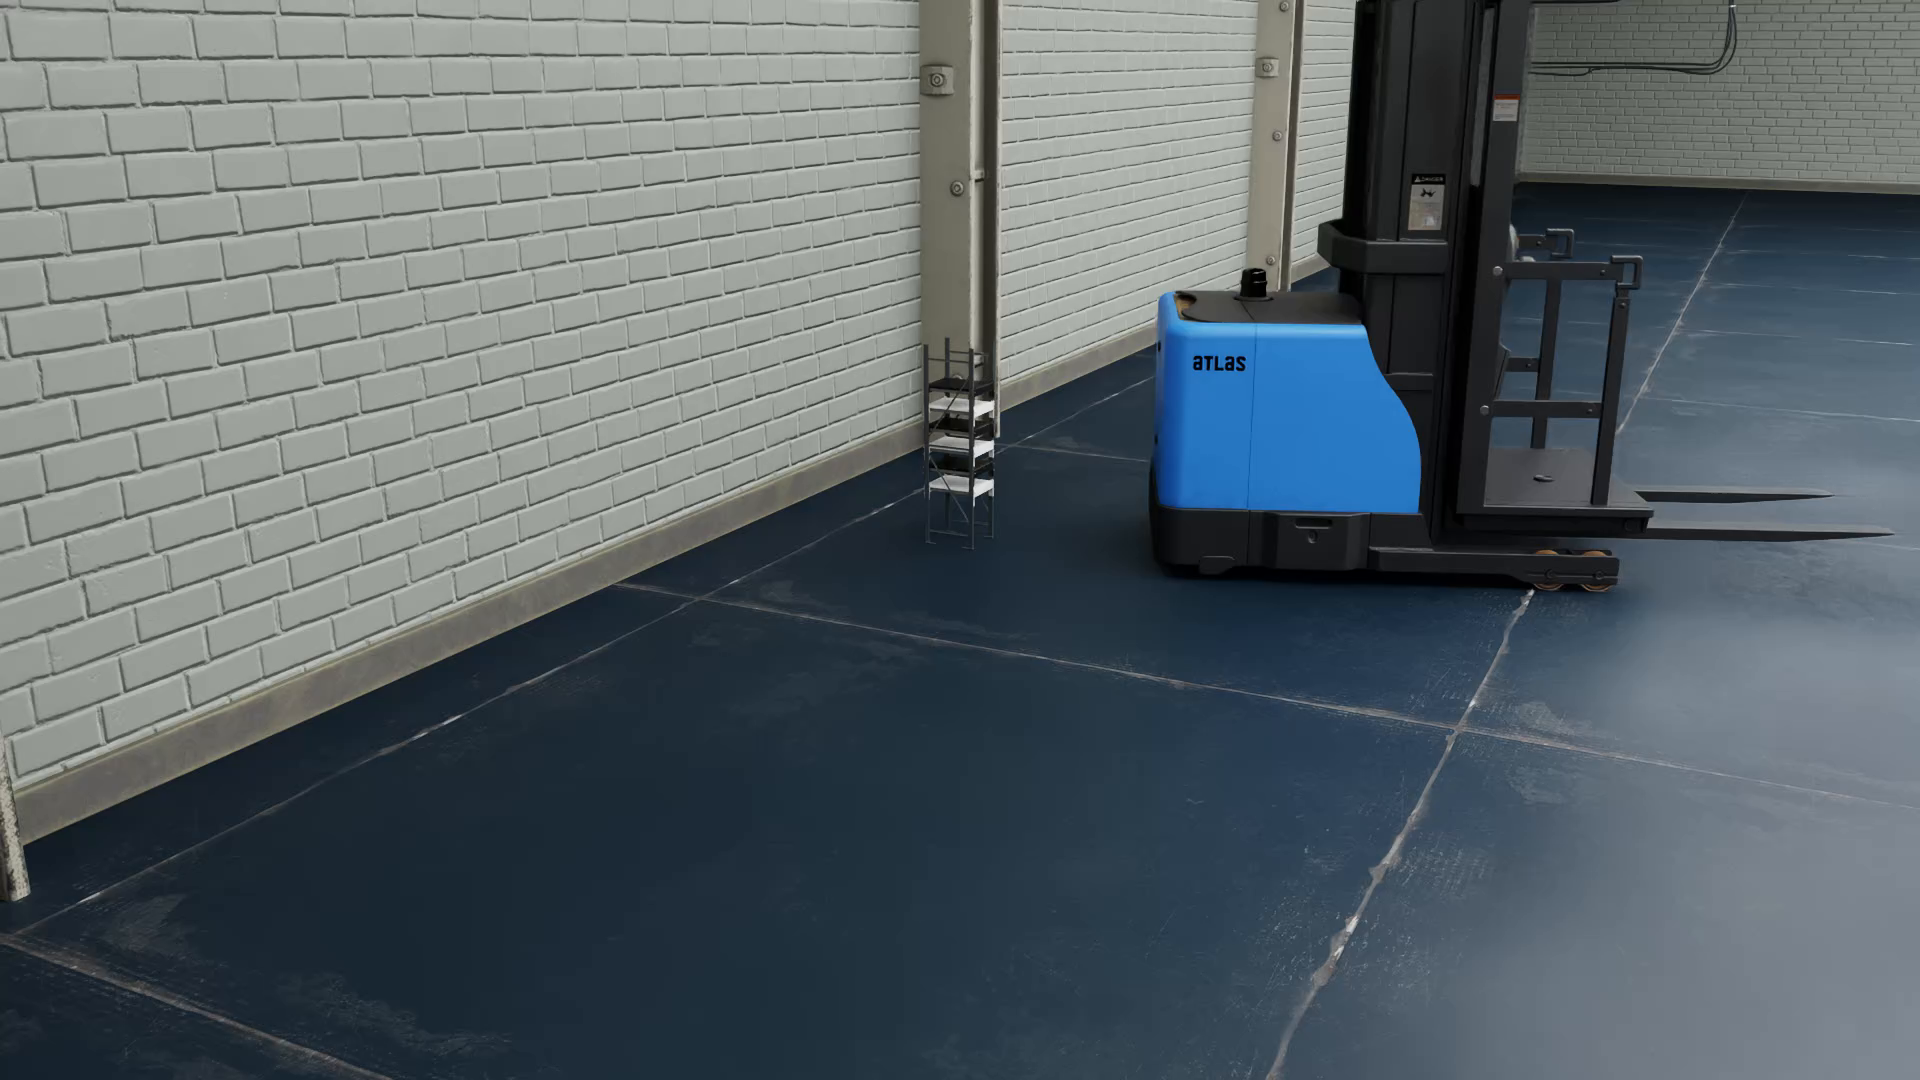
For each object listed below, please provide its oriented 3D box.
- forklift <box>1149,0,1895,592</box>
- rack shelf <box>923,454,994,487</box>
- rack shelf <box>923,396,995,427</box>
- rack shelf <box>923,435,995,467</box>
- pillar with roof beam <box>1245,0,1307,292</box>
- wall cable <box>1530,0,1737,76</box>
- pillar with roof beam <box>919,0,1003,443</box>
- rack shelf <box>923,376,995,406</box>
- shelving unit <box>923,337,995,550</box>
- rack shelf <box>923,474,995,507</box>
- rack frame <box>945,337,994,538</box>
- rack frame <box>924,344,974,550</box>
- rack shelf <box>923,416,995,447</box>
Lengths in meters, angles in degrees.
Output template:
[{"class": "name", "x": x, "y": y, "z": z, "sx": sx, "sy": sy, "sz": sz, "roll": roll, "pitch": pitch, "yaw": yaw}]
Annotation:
[{"class": "forklift", "x": 2.365, "y": -1.349, "z": 6.920, "sx": 3.031, "sy": 2.935, "sz": 1.130, "roll": 1, "pitch": 17, "yaw": 5}, {"class": "rack shelf", "x": -0.004, "y": -0.311, "z": 7.424, "sx": 0.258, "sy": 0.077, "sz": 0.200, "roll": 8, "pitch": 18, "yaw": 25}, {"class": "rack shelf", "x": -0.004, "y": -0.570, "z": 7.348, "sx": 0.258, "sy": 0.077, "sz": 0.200, "roll": 8, "pitch": 18, "yaw": 25}, {"class": "rack shelf", "x": -0.004, "y": -0.397, "z": 7.399, "sx": 0.258, "sy": 0.077, "sz": 0.200, "roll": 8, "pitch": 18, "yaw": 25}, {"class": "pillar with roof beam", "x": 6.538, "y": -5.861, "z": 11.451, "sx": 9.100, "sy": 9.000, "sz": 0.400, "roll": 8, "pitch": 18, "yaw": 25}, {"class": "wall cable", "x": 10.548, "y": -8.559, "z": 25.989, "sx": 3.097, "sy": 2.526, "sz": 0.112, "roll": 8, "pitch": 18, "yaw": 25}, {"class": "pillar with roof beam", "x": 3.857, "y": -4.332, "z": 6.306, "sx": 9.100, "sy": 9.000, "sz": 0.400, "roll": 8, "pitch": 18, "yaw": 25}, {"class": "rack shelf", "x": -0.004, "y": -0.656, "z": 7.322, "sx": 0.258, "sy": 0.077, "sz": 0.200, "roll": 8, "pitch": 18, "yaw": 25}, {"class": "shelving unit", "x": -0.004, "y": -0.429, "z": 7.389, "sx": 0.258, "sy": 0.900, "sz": 0.210, "roll": 8, "pitch": 18, "yaw": 25}, {"class": "rack shelf", "x": -0.004, "y": -0.225, "z": 7.450, "sx": 0.258, "sy": 0.077, "sz": 0.200, "roll": 8, "pitch": 18, "yaw": 25}, {"class": "rack frame", "x": 0.042, "y": -0.455, "z": 7.476, "sx": 0.240, "sy": 0.900, "sz": 0.006, "roll": 8, "pitch": 18, "yaw": 25}, {"class": "rack frame", "x": -0.049, "y": -0.403, "z": 7.302, "sx": 0.240, "sy": 0.900, "sz": 0.006, "roll": 8, "pitch": 18, "yaw": 25}, {"class": "rack shelf", "x": -0.004, "y": -0.484, "z": 7.373, "sx": 0.258, "sy": 0.077, "sz": 0.200, "roll": 8, "pitch": 18, "yaw": 25}]
